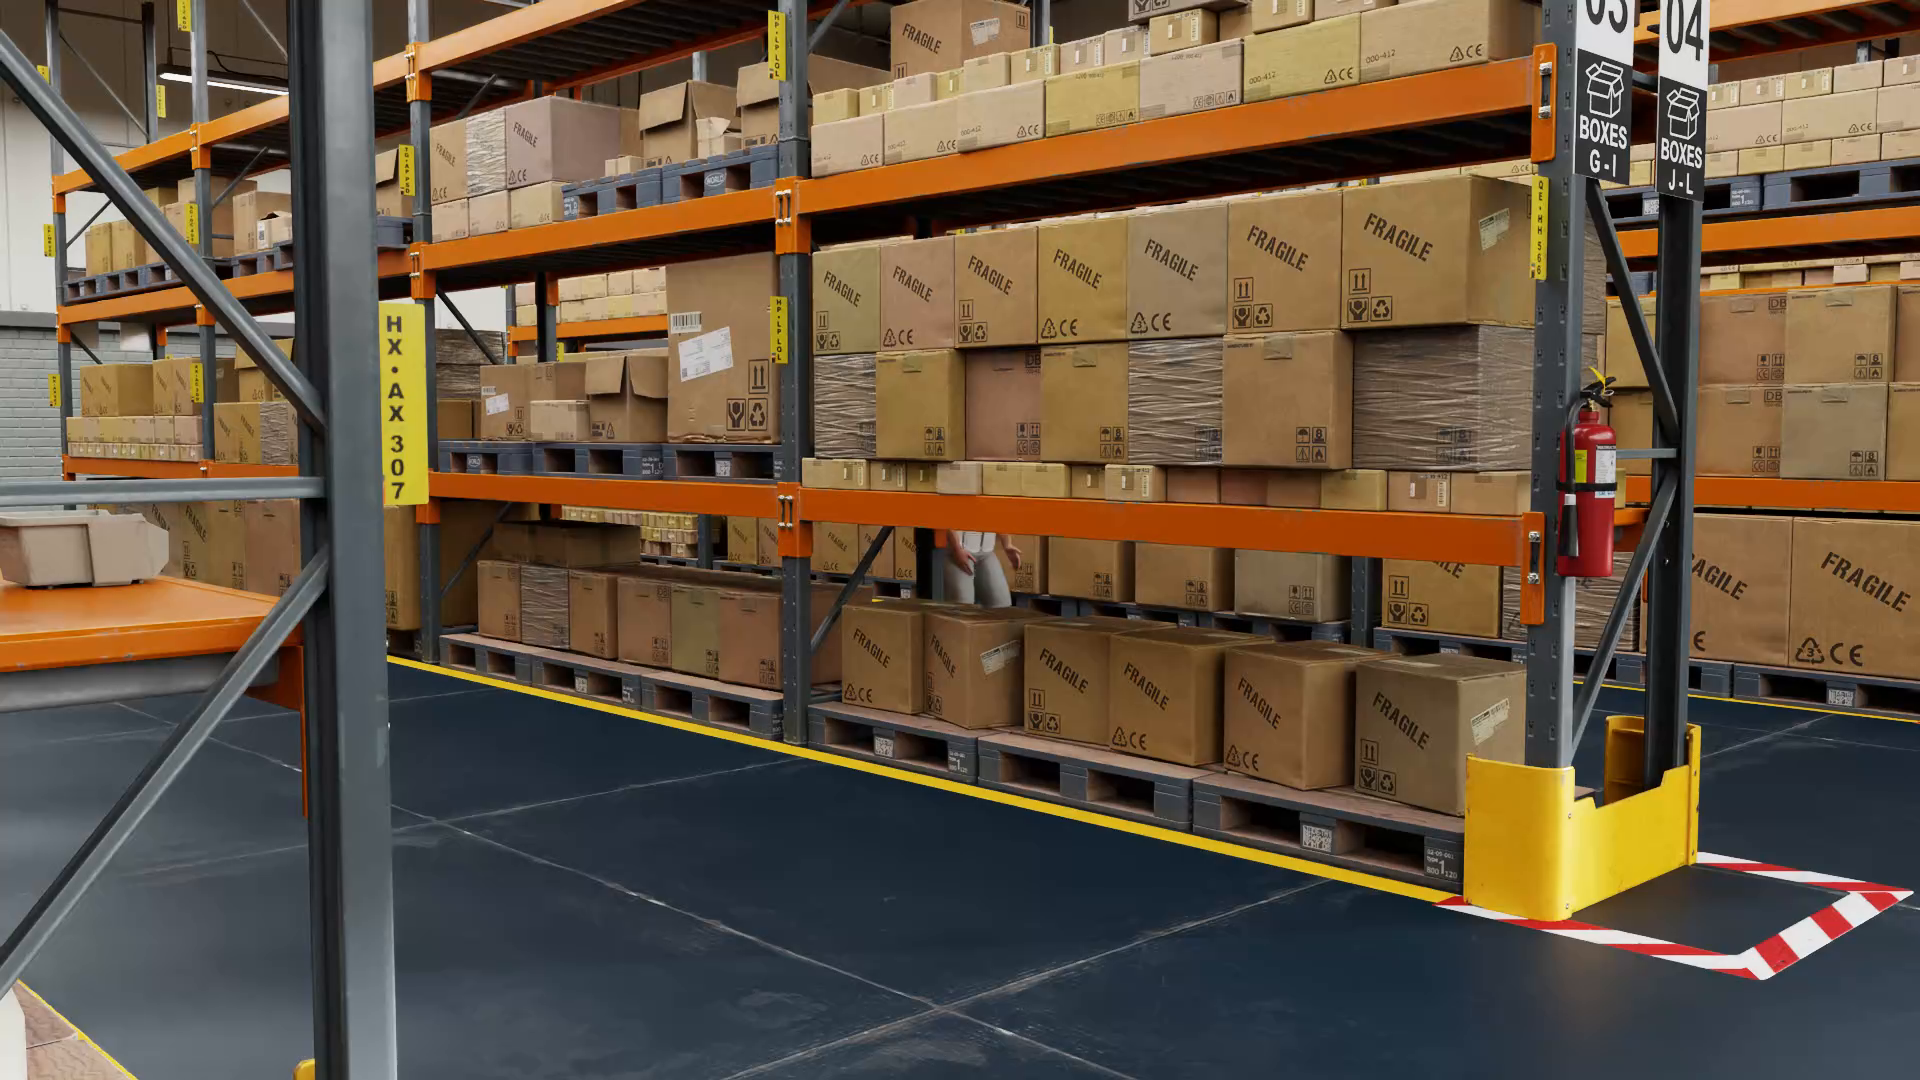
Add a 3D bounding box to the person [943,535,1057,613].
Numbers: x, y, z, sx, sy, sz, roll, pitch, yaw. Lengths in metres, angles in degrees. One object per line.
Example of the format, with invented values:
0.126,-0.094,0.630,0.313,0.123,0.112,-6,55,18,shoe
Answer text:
0.178,0.406,10.266,0.566,1.009,0.946,-4,5,-44,person
